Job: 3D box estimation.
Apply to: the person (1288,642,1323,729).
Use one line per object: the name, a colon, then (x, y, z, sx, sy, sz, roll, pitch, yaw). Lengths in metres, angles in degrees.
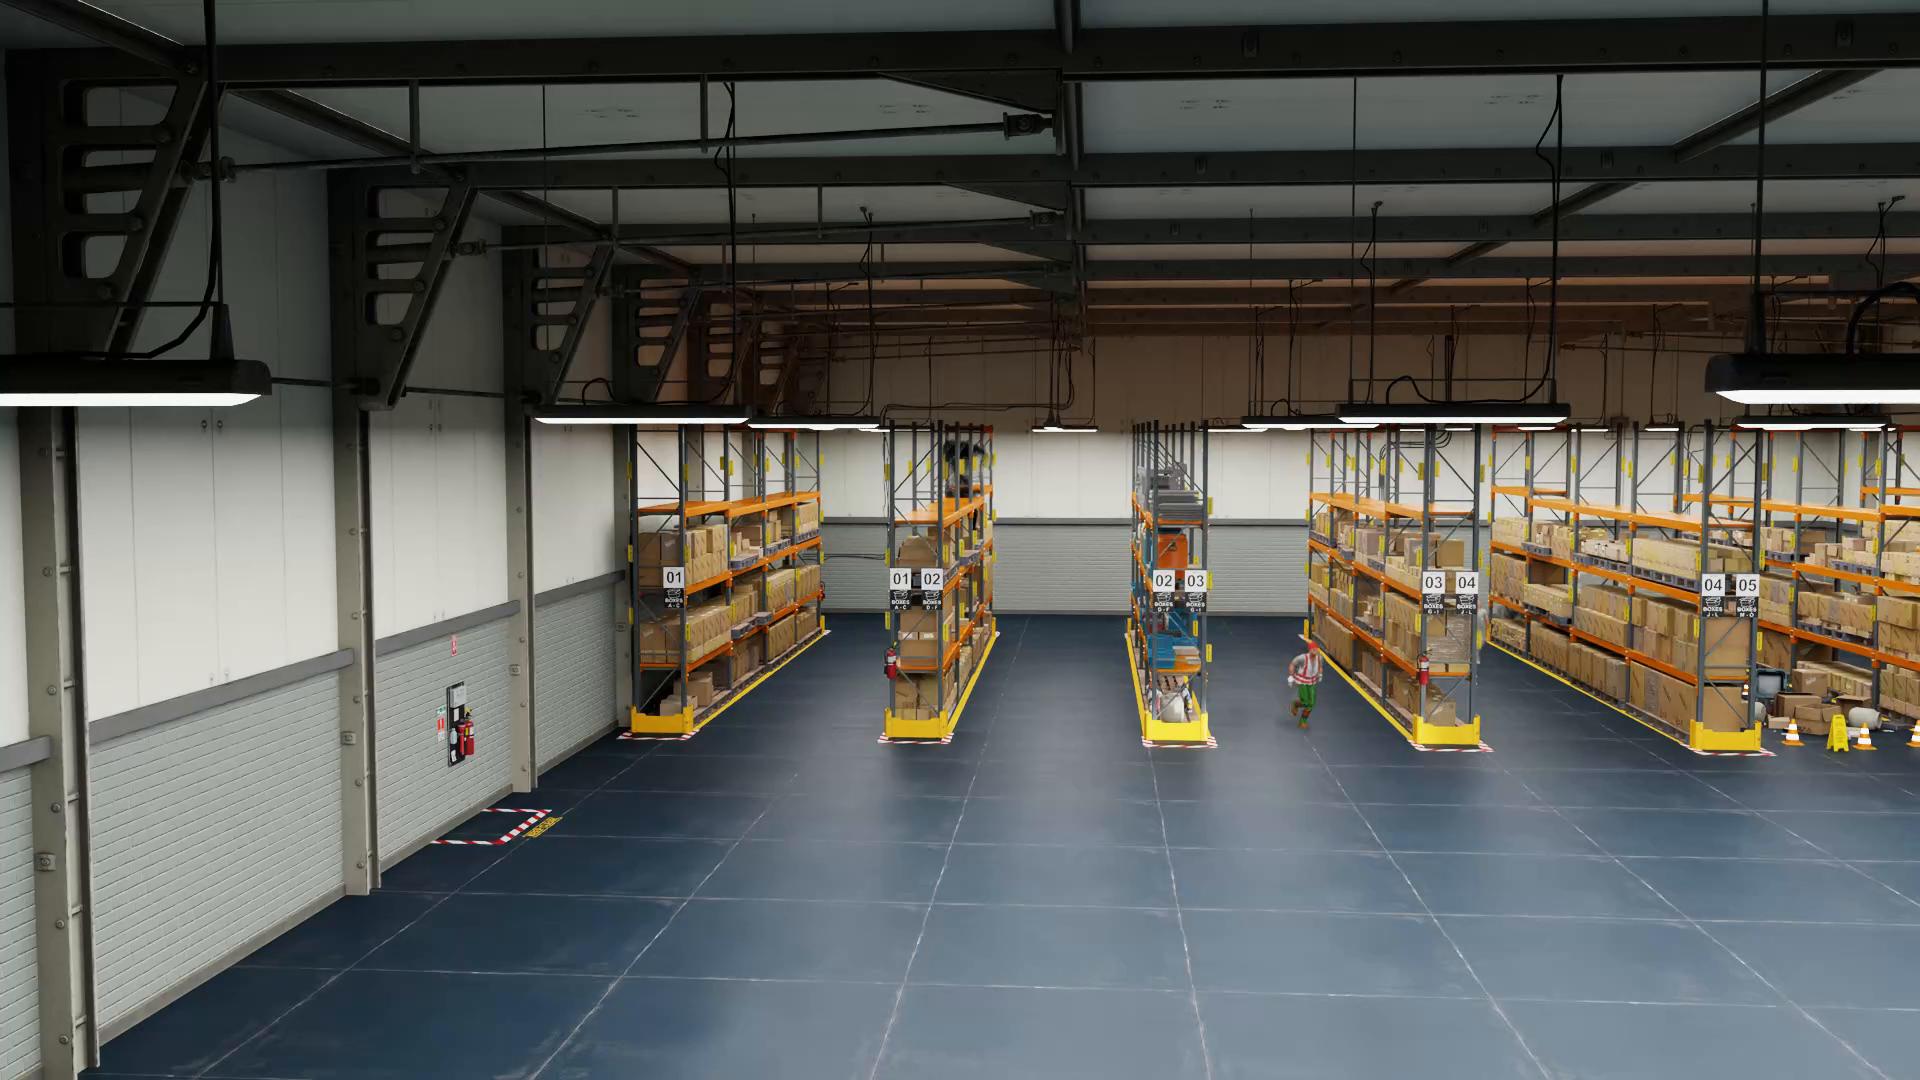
person: (6.769, 2.826, 32.540, 0.654, 1.711, 0.766, -2, 4, -25)

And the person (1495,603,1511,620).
person: (15.658, 1.846, 47.755, 0.578, 1.731, 0.657, 0, 4, -8)

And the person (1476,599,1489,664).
person: (12.996, 2.276, 41.774, 0.564, 1.633, 0.599, 1, 4, 8)

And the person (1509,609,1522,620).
person: (15.934, 1.937, 47.456, 0.885, 1.563, 0.666, 3, 5, 44)
